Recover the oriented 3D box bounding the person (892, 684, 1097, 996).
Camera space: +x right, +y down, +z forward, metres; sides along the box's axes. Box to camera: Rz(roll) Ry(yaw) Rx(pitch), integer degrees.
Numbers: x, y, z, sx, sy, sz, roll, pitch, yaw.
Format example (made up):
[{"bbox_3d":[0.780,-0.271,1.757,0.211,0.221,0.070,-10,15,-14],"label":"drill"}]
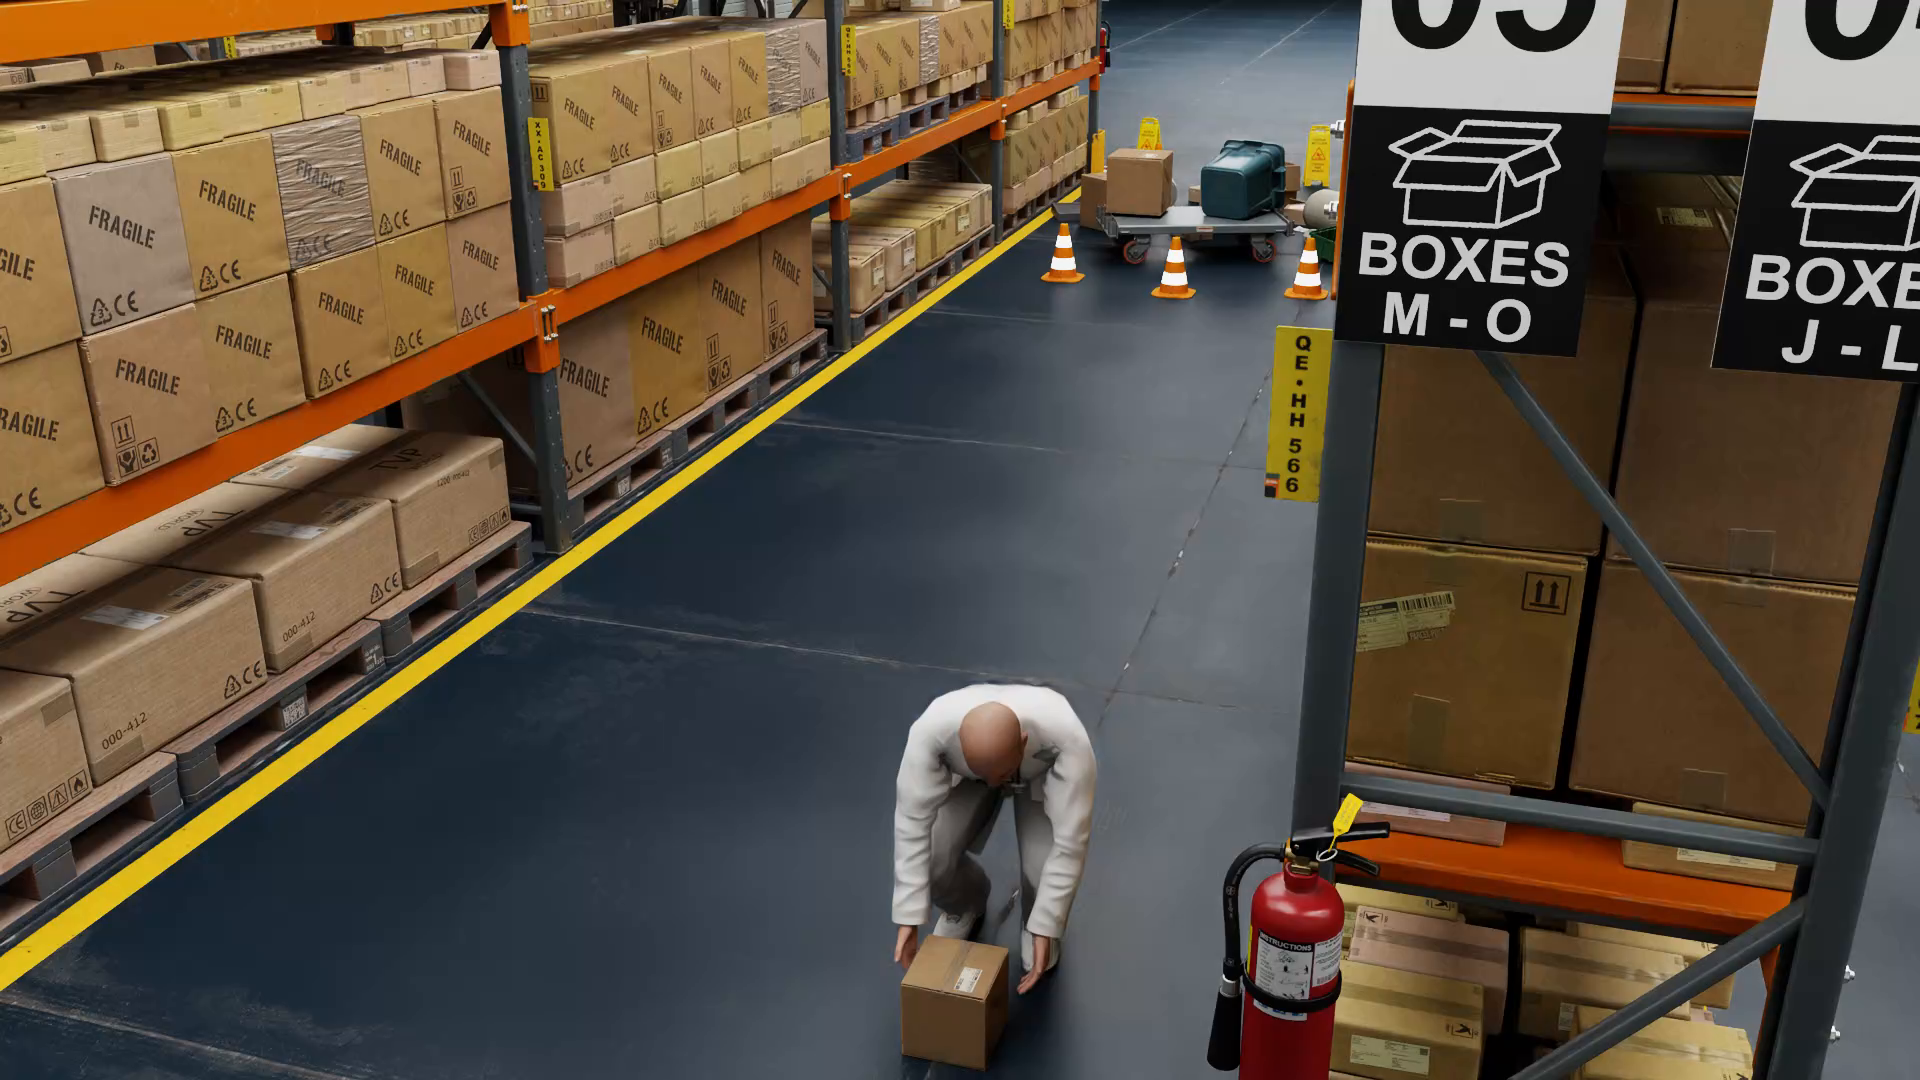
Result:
[{"bbox_3d":[0.123,0.825,5.020,0.611,1.047,0.885,6,22,14],"label":"person"}]
